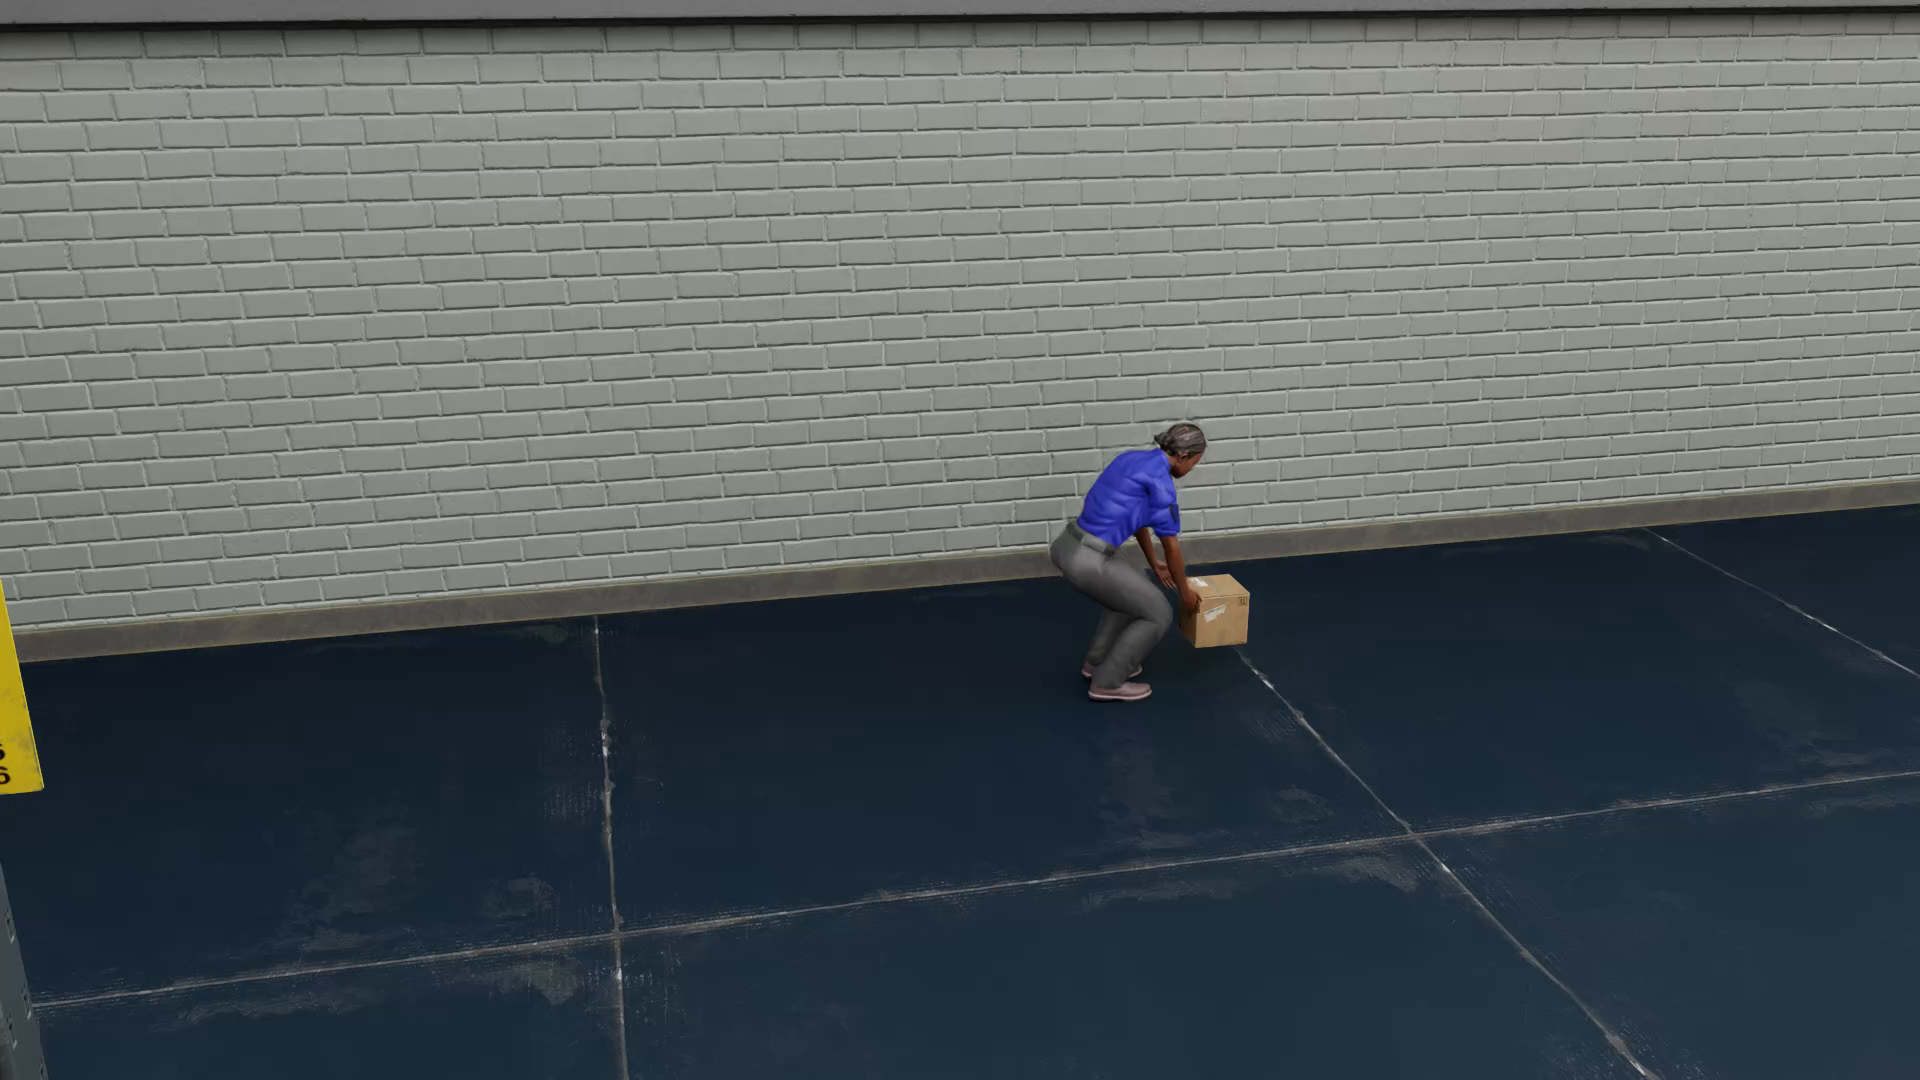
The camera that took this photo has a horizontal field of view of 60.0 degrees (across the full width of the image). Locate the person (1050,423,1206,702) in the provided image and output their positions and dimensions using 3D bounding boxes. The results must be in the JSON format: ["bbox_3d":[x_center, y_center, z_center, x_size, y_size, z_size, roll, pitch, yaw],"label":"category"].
[{"bbox_3d":[0.749,0.087,7.497,0.706,1.220,0.500,-5,20,-12],"label":"person"}]
